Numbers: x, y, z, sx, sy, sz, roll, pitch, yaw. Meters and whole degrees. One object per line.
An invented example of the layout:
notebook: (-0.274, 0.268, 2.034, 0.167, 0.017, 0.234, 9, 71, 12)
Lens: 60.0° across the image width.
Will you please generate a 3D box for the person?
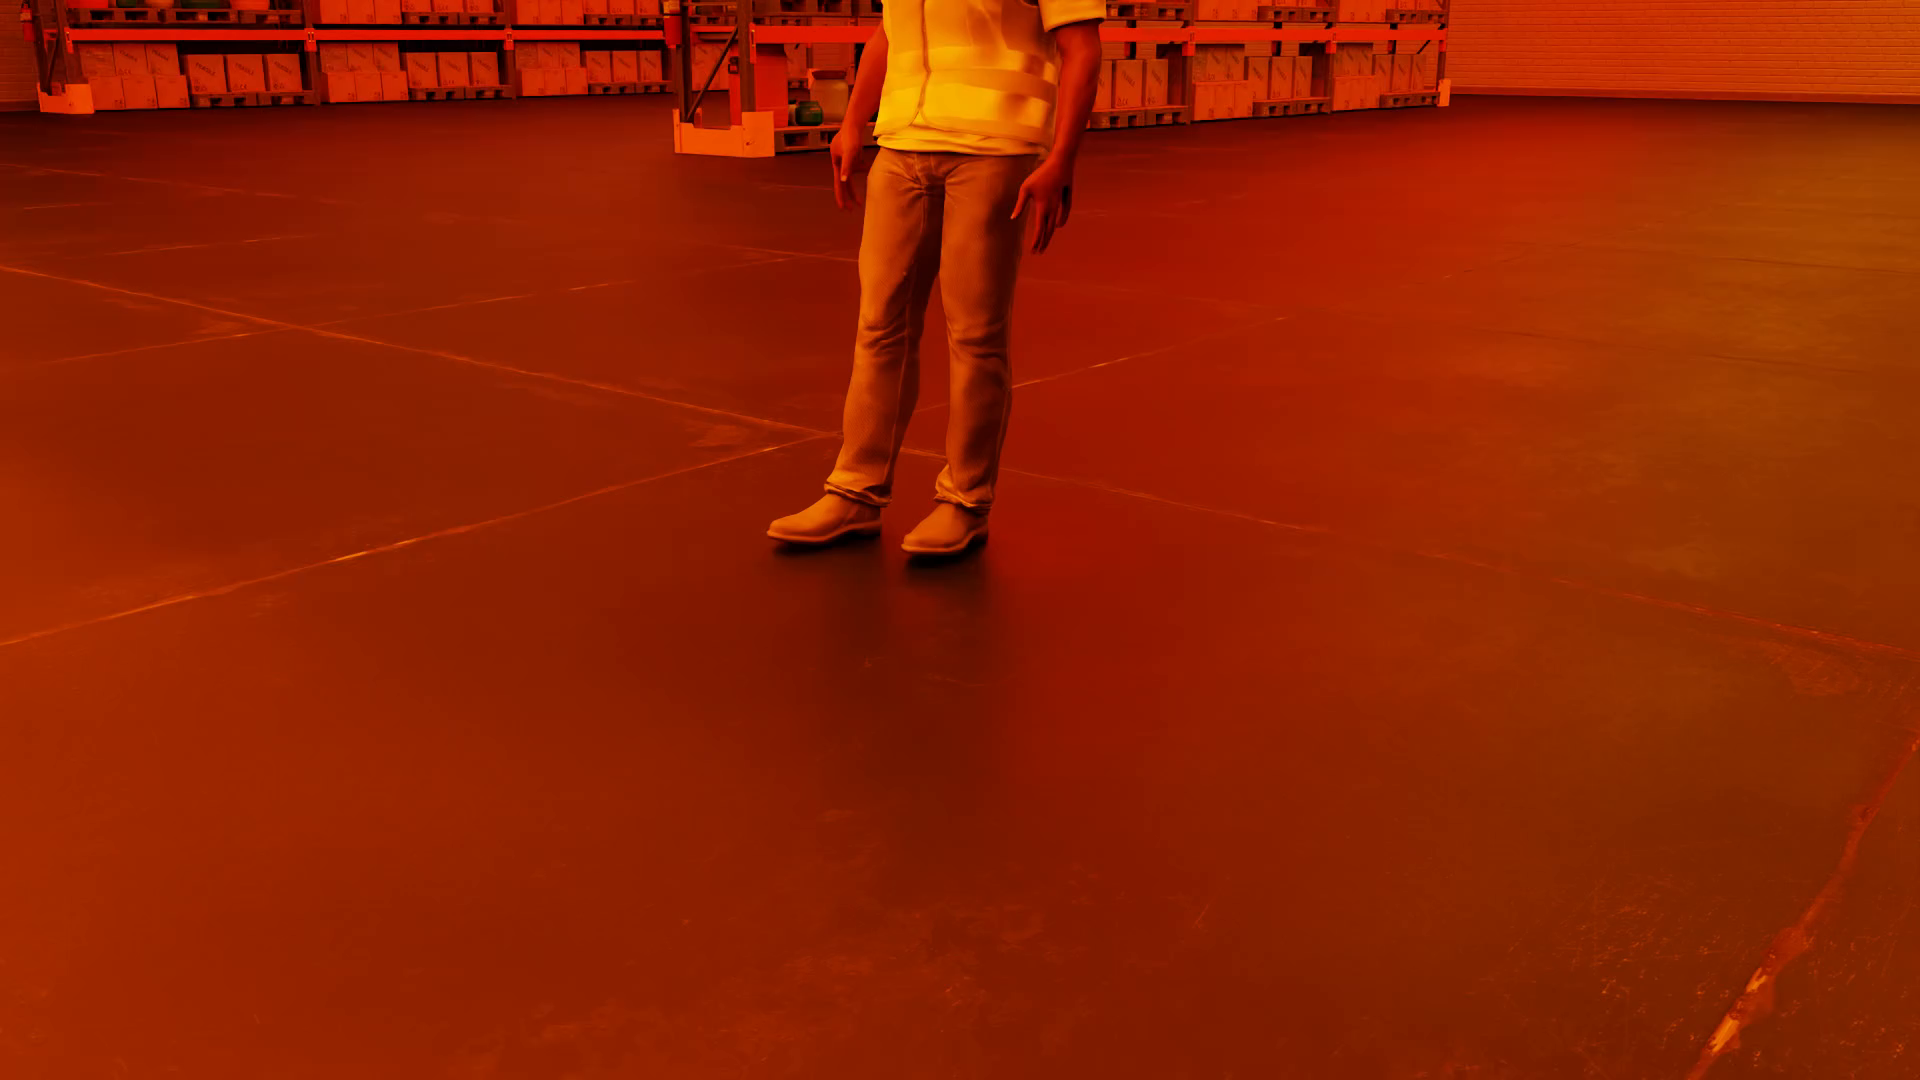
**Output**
person: (-0.049, -0.838, 3.636, 0.665, 1.765, 0.577, 13, 21, 37)
